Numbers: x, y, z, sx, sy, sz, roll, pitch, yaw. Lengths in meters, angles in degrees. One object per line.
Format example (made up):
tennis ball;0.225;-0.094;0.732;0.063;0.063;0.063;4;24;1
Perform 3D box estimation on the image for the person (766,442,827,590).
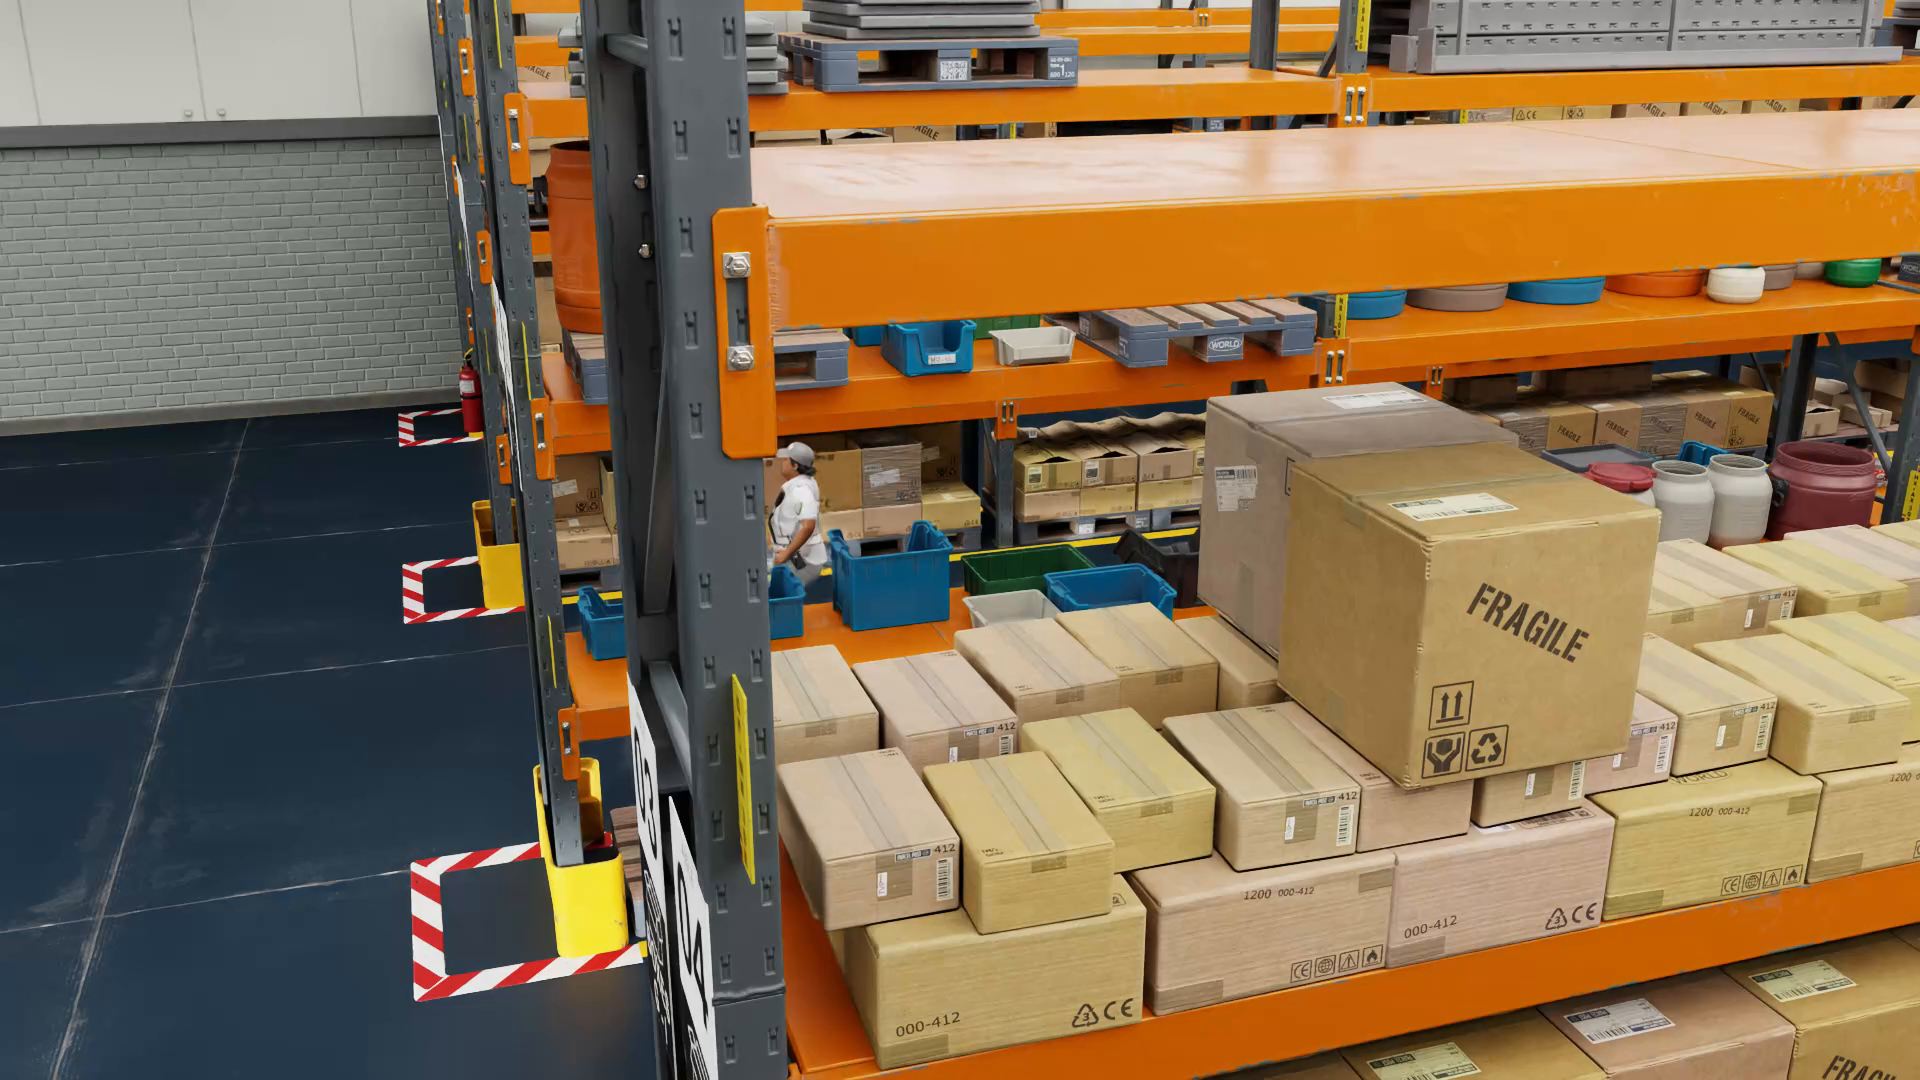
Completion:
person;-1.168;0.147;11.232;0.531;1.624;0.734;-4;20;-10
